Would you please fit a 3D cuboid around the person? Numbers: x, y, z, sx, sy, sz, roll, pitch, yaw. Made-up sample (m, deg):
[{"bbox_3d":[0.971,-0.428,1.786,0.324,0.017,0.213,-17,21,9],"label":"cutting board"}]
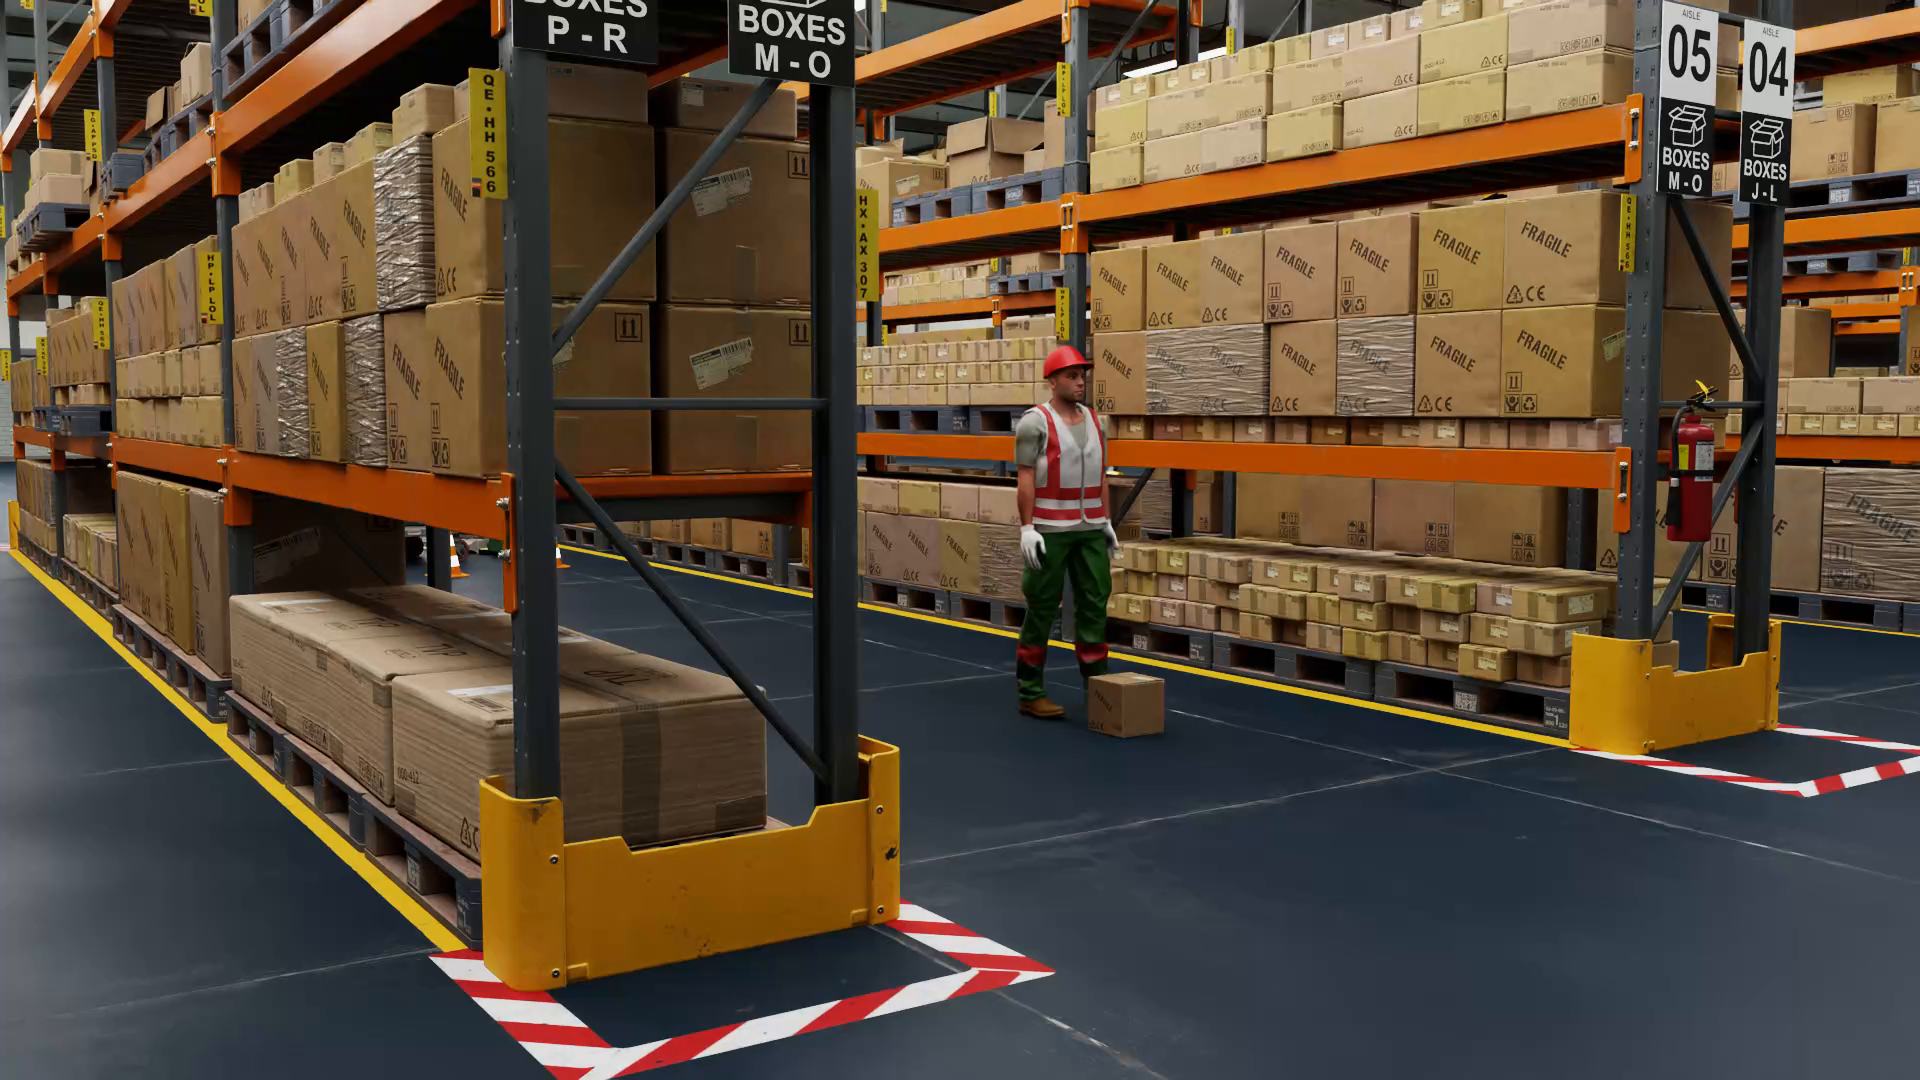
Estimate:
[{"bbox_3d":[0.554,-0.032,7.991,0.537,1.796,0.509,-3,5,-33],"label":"person"}]
